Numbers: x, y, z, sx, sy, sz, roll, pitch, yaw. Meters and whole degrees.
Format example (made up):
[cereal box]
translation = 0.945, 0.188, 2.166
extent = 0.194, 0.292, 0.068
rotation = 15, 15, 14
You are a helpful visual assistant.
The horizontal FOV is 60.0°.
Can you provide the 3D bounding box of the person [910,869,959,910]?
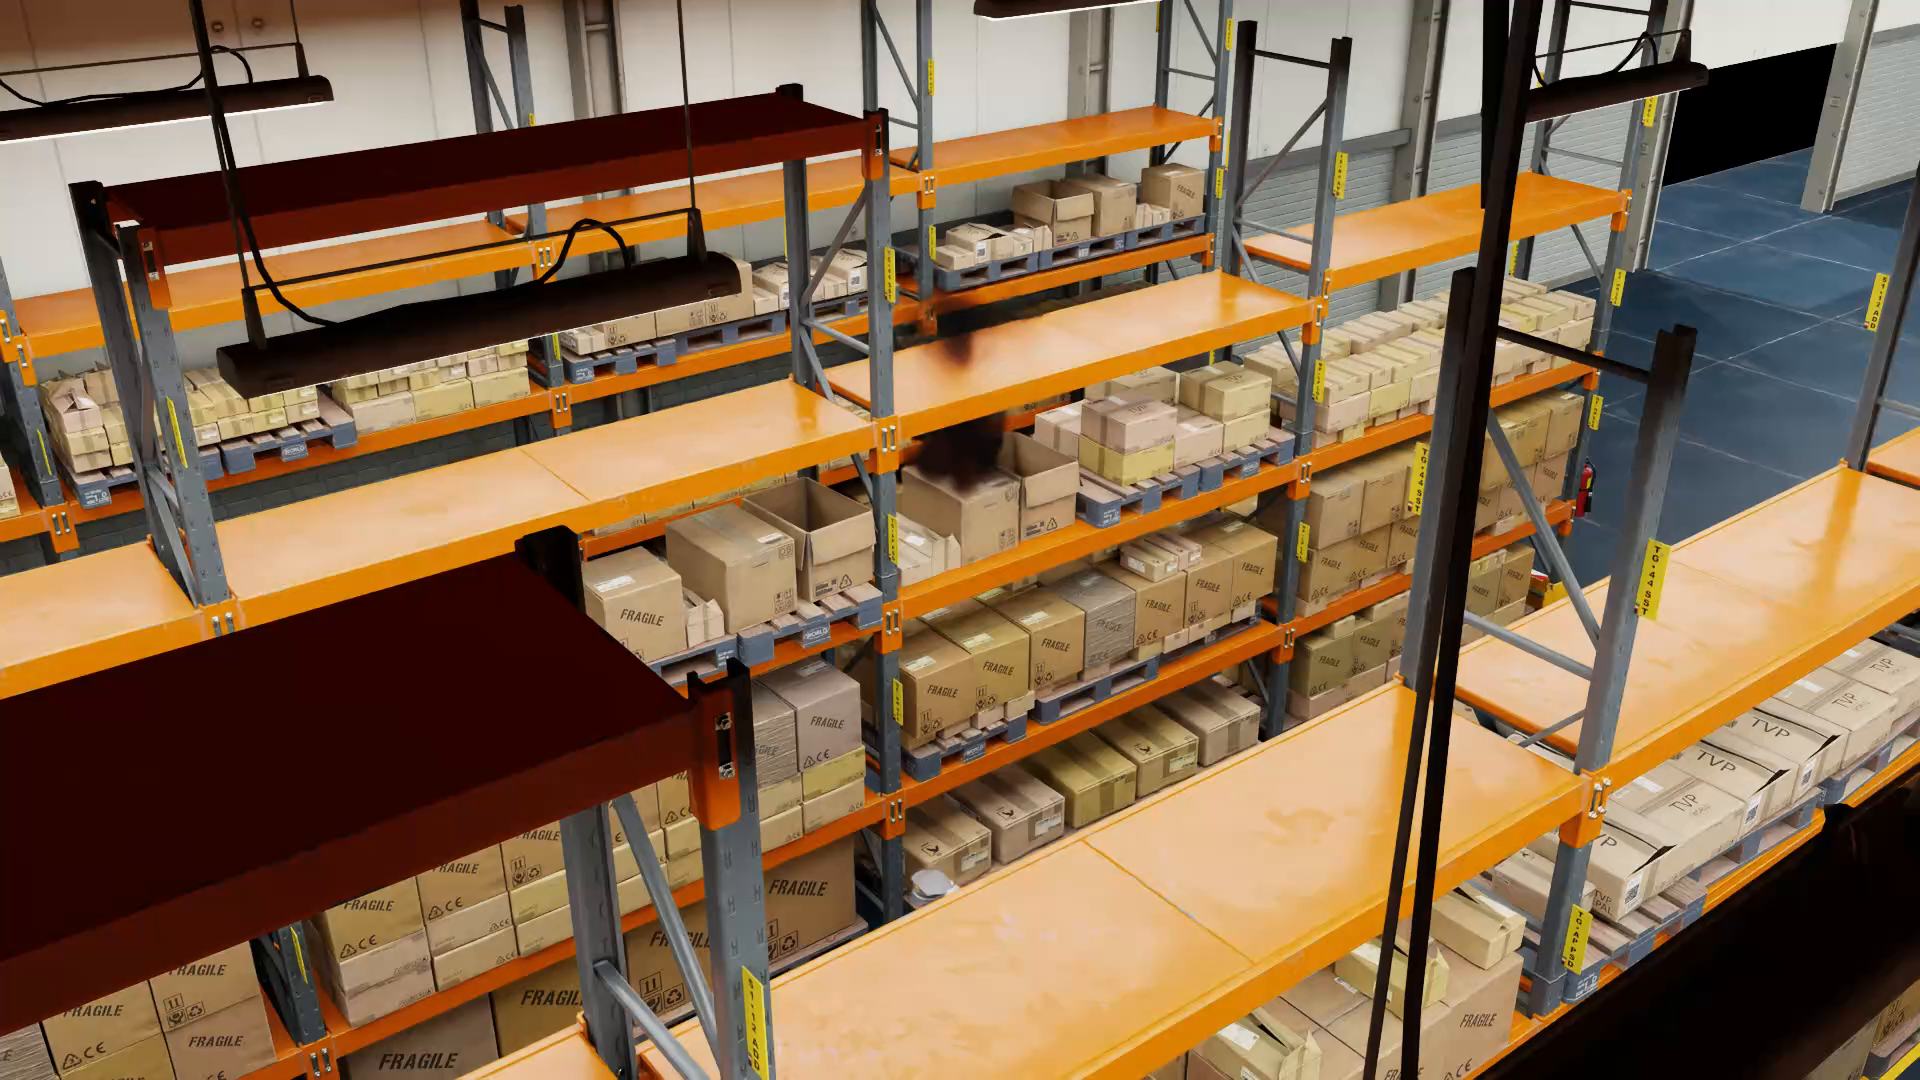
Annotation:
[person]
translation = 0.124, 2.731, 10.782
extent = 0.949, 1.559, 0.670
rotation = -13, 29, -25
